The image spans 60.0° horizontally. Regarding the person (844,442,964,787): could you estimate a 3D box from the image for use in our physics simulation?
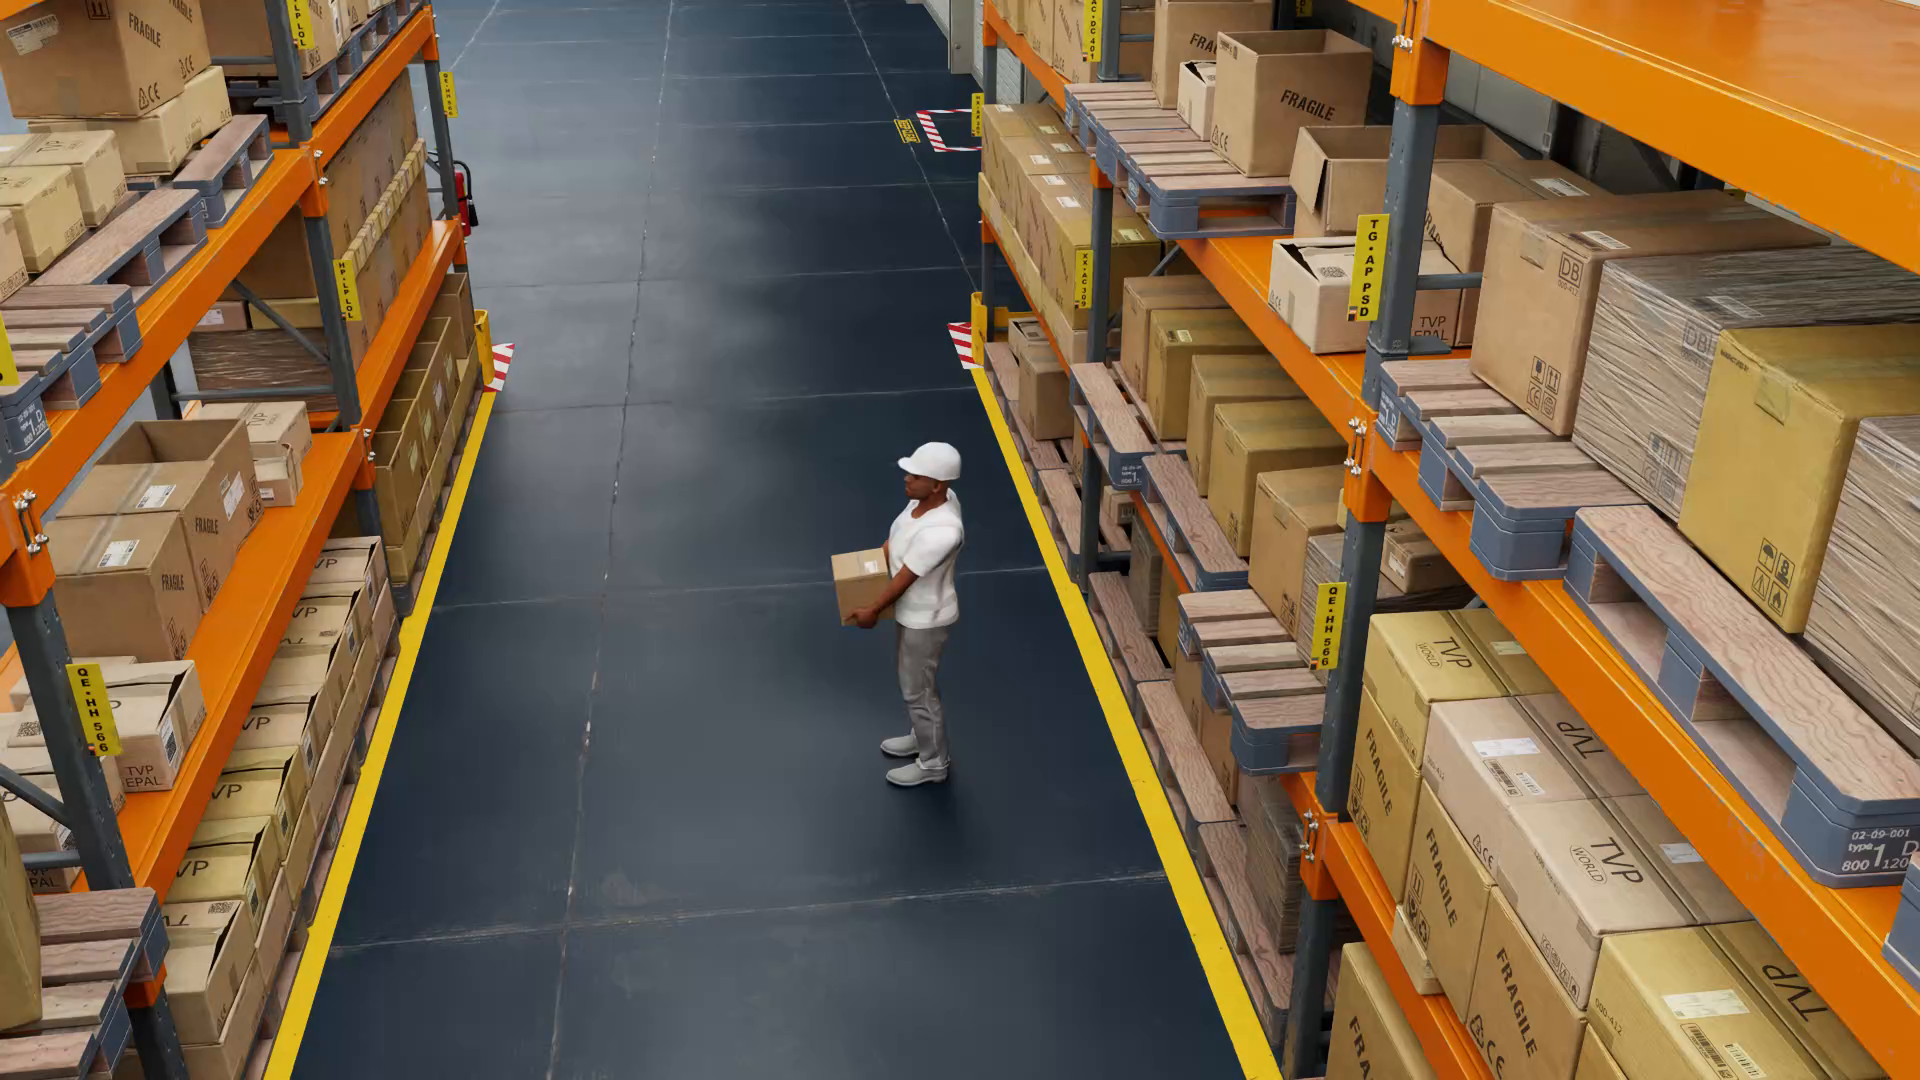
[{"bbox_3d":[-0.271,0.353,7.908,0.577,1.758,0.503,-3,27,-7],"label":"person"}]
